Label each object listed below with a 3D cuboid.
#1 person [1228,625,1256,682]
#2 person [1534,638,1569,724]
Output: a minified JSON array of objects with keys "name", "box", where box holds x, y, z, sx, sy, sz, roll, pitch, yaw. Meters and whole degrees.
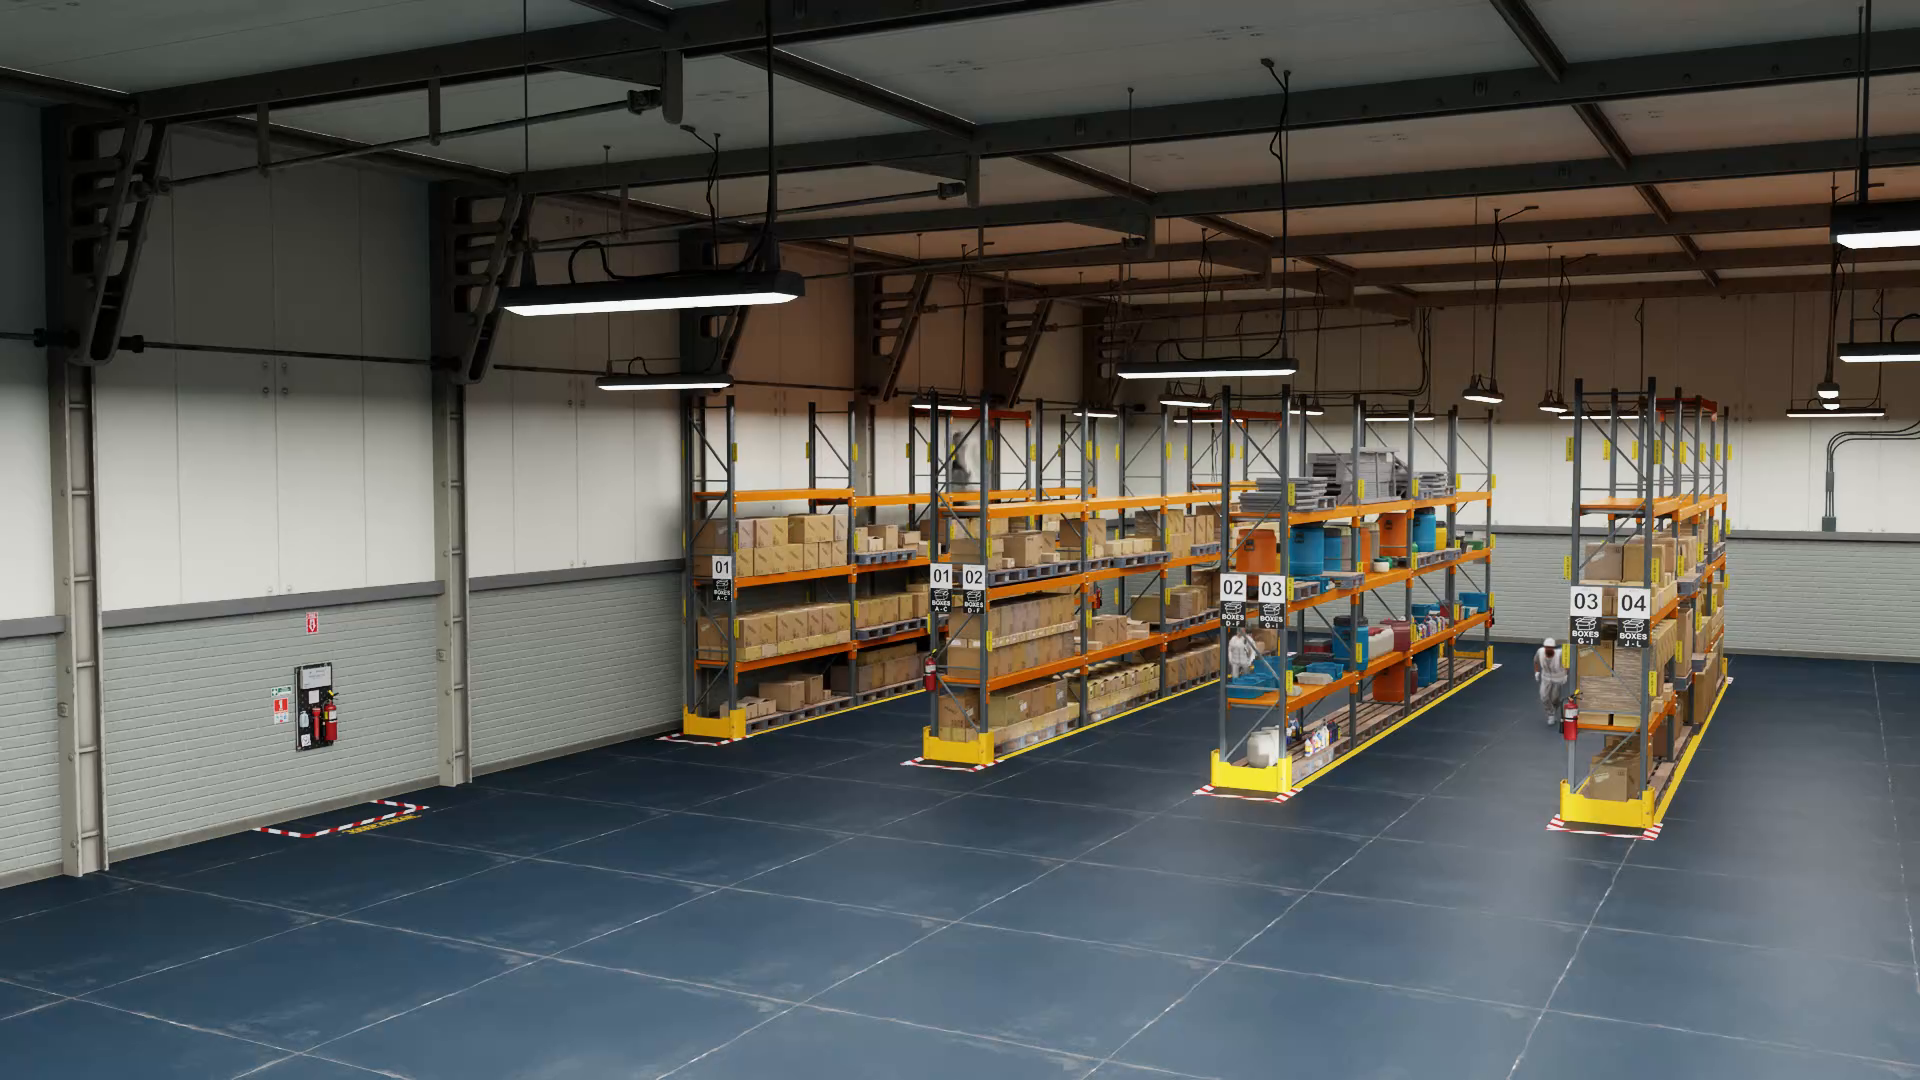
[{"name":"person","box":[5.576,2.457,33.013,0.640,1.669,0.599,1,3,20]},{"name":"person","box":[10.975,2.586,30.764,0.679,1.621,0.982,2,4,32]}]
